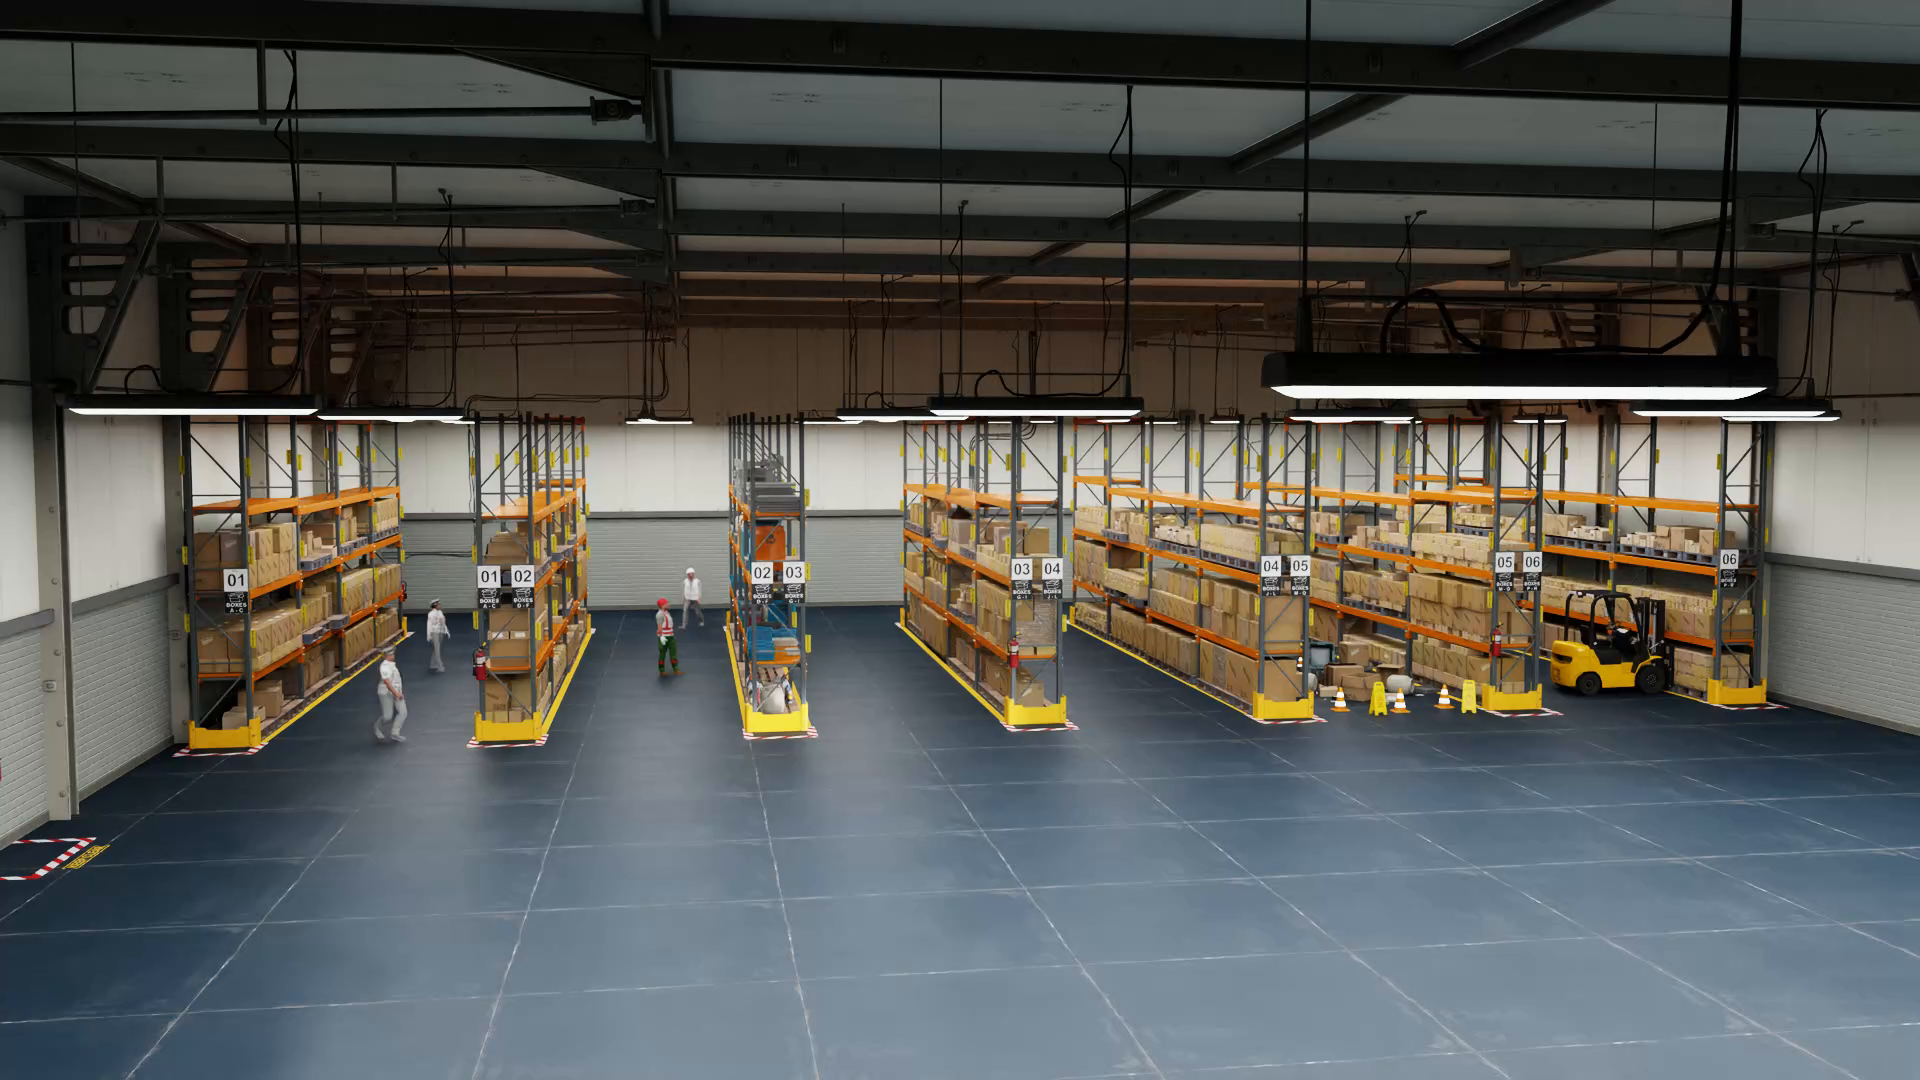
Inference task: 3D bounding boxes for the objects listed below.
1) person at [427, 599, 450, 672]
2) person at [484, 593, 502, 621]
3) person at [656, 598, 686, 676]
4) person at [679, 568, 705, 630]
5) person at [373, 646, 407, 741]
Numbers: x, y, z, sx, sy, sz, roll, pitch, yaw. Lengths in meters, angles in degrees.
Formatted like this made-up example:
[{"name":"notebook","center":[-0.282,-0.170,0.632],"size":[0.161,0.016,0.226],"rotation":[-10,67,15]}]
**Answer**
[{"name":"person","center":[-12.251,2.217,39.085],"size":[0.741,1.677,0.550],"rotation":[3,5,36]},{"name":"person","center":[-13.641,1.533,48.728],"size":[0.874,1.736,0.599],"rotation":[2,4,27]},{"name":"person","center":[-6.683,2.230,38.301],"size":[0.613,1.784,0.624],"rotation":[2,4,28]},{"name":"person","center":[-7.585,1.659,47.016],"size":[0.595,1.727,1.056],"rotation":[1,4,19]},{"name":"person","center":[-10.402,2.806,30.388],"size":[0.746,1.728,0.591],"rotation":[1,4,17]}]
